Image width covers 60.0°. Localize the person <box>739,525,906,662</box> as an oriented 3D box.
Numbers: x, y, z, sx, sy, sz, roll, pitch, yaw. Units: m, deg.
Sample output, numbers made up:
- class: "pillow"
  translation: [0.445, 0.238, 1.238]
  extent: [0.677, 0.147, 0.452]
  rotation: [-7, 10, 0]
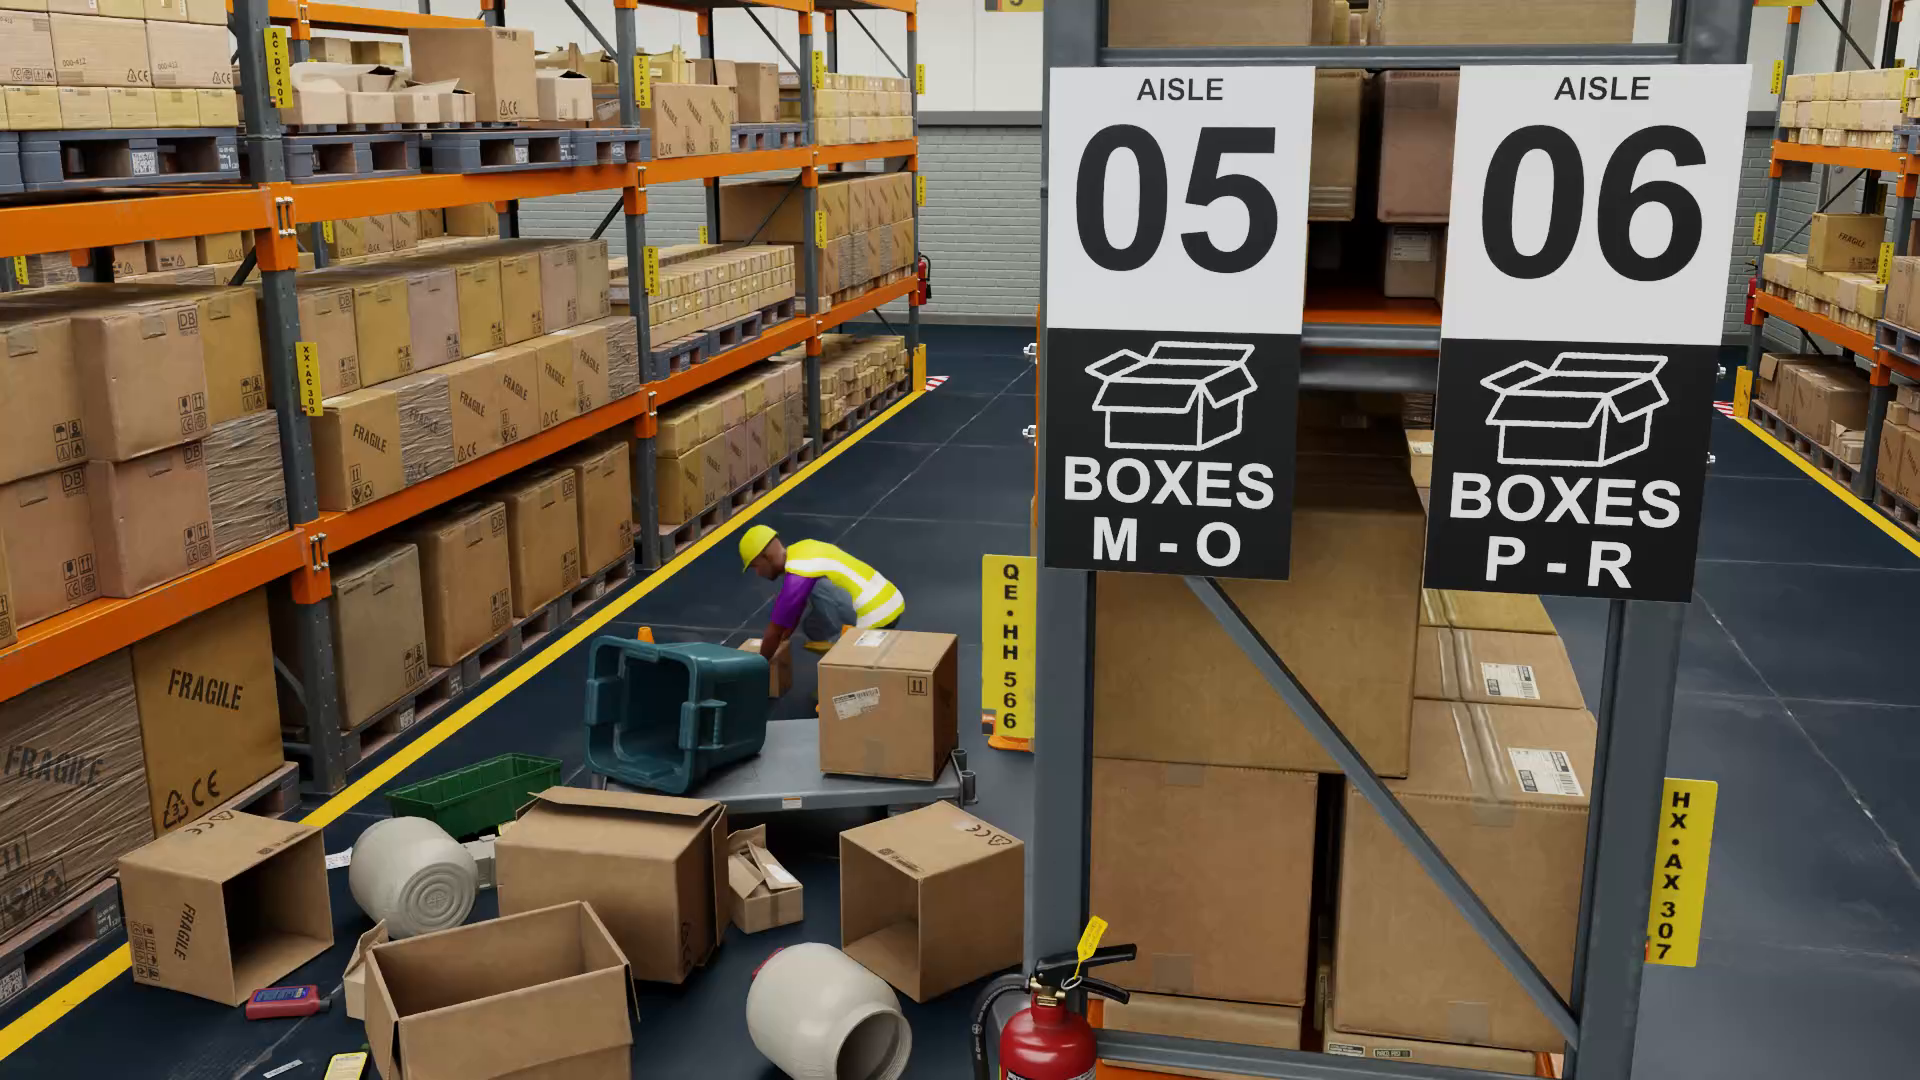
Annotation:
- class: "person"
  translation: [-0.768, 0.397, 9.048]
  extent: [0.904, 0.962, 0.568]
  rotation: [3, 15, 11]
